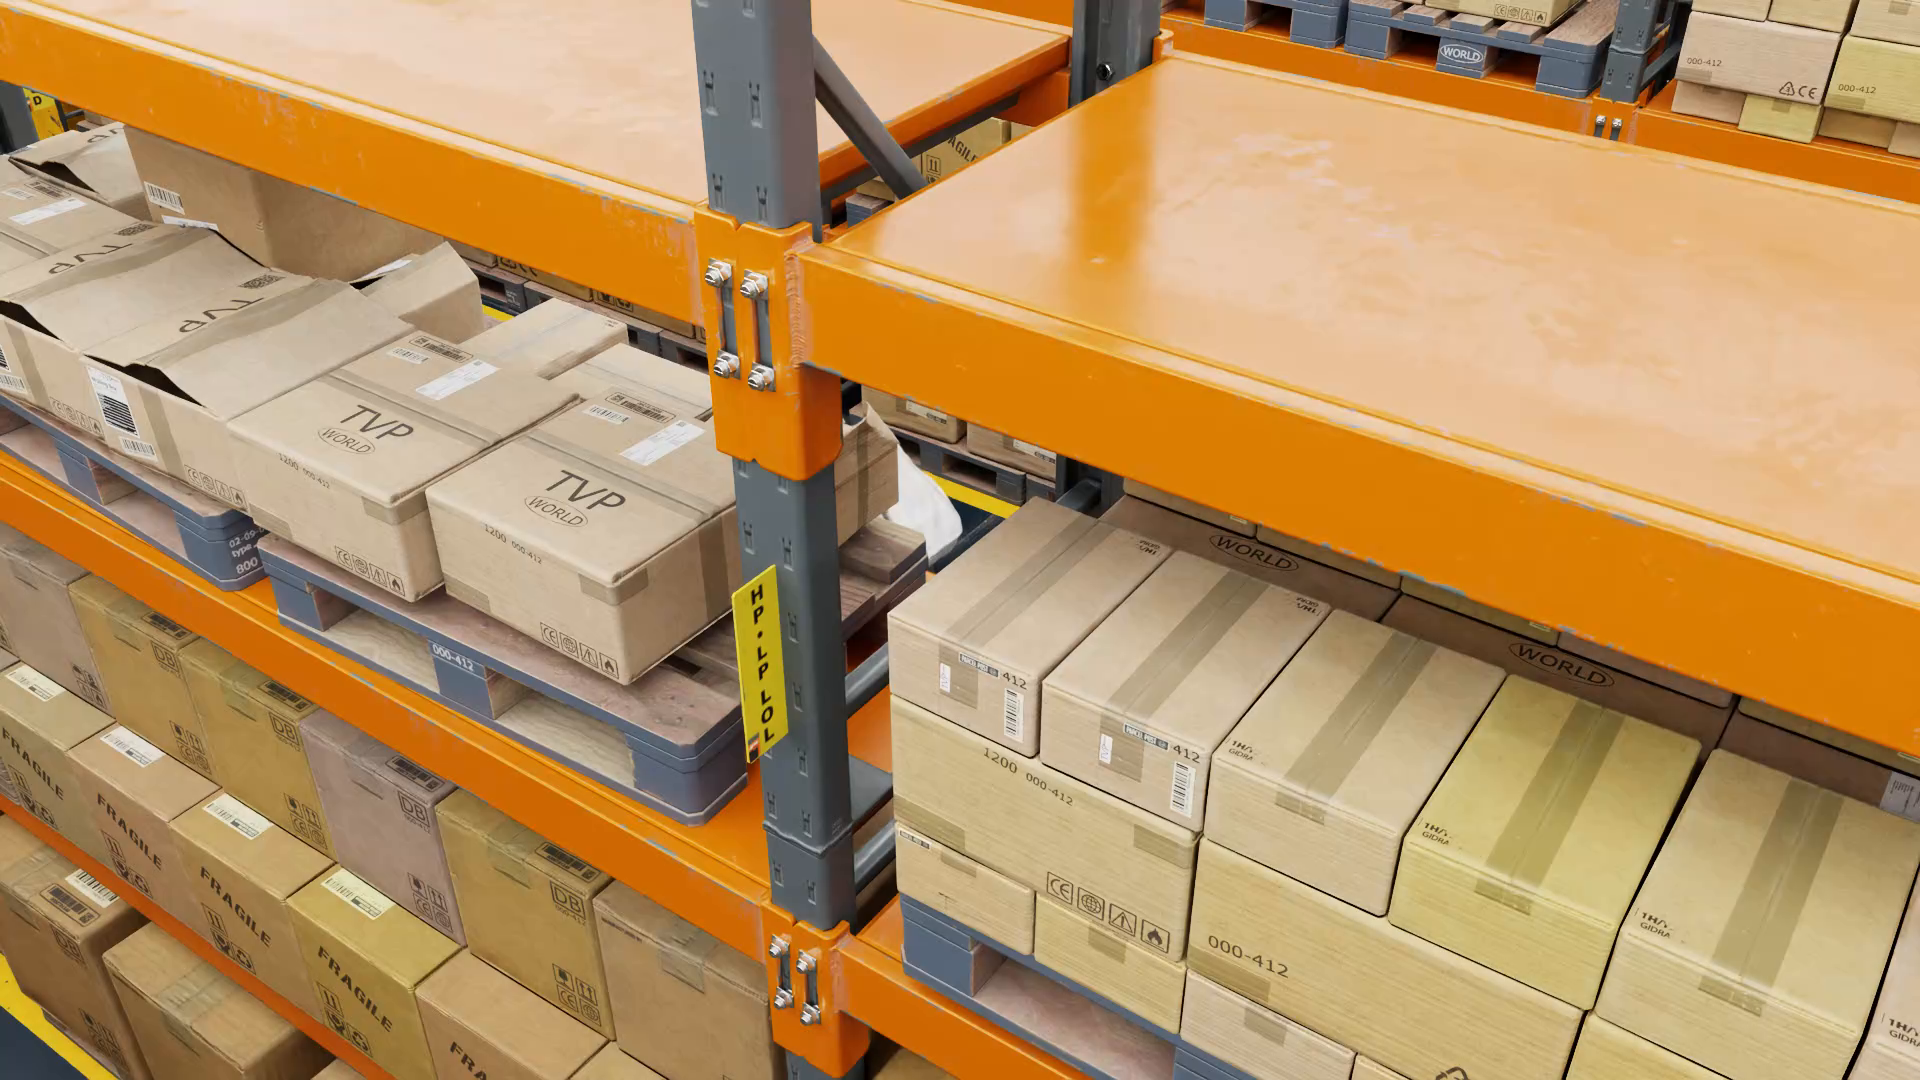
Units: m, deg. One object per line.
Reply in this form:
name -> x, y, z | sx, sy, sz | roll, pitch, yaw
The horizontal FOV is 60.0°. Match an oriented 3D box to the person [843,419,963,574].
person -> -0.430, -0.158, 8.214 | 0.873, 1.010, 0.526 | 21, 40, 28
